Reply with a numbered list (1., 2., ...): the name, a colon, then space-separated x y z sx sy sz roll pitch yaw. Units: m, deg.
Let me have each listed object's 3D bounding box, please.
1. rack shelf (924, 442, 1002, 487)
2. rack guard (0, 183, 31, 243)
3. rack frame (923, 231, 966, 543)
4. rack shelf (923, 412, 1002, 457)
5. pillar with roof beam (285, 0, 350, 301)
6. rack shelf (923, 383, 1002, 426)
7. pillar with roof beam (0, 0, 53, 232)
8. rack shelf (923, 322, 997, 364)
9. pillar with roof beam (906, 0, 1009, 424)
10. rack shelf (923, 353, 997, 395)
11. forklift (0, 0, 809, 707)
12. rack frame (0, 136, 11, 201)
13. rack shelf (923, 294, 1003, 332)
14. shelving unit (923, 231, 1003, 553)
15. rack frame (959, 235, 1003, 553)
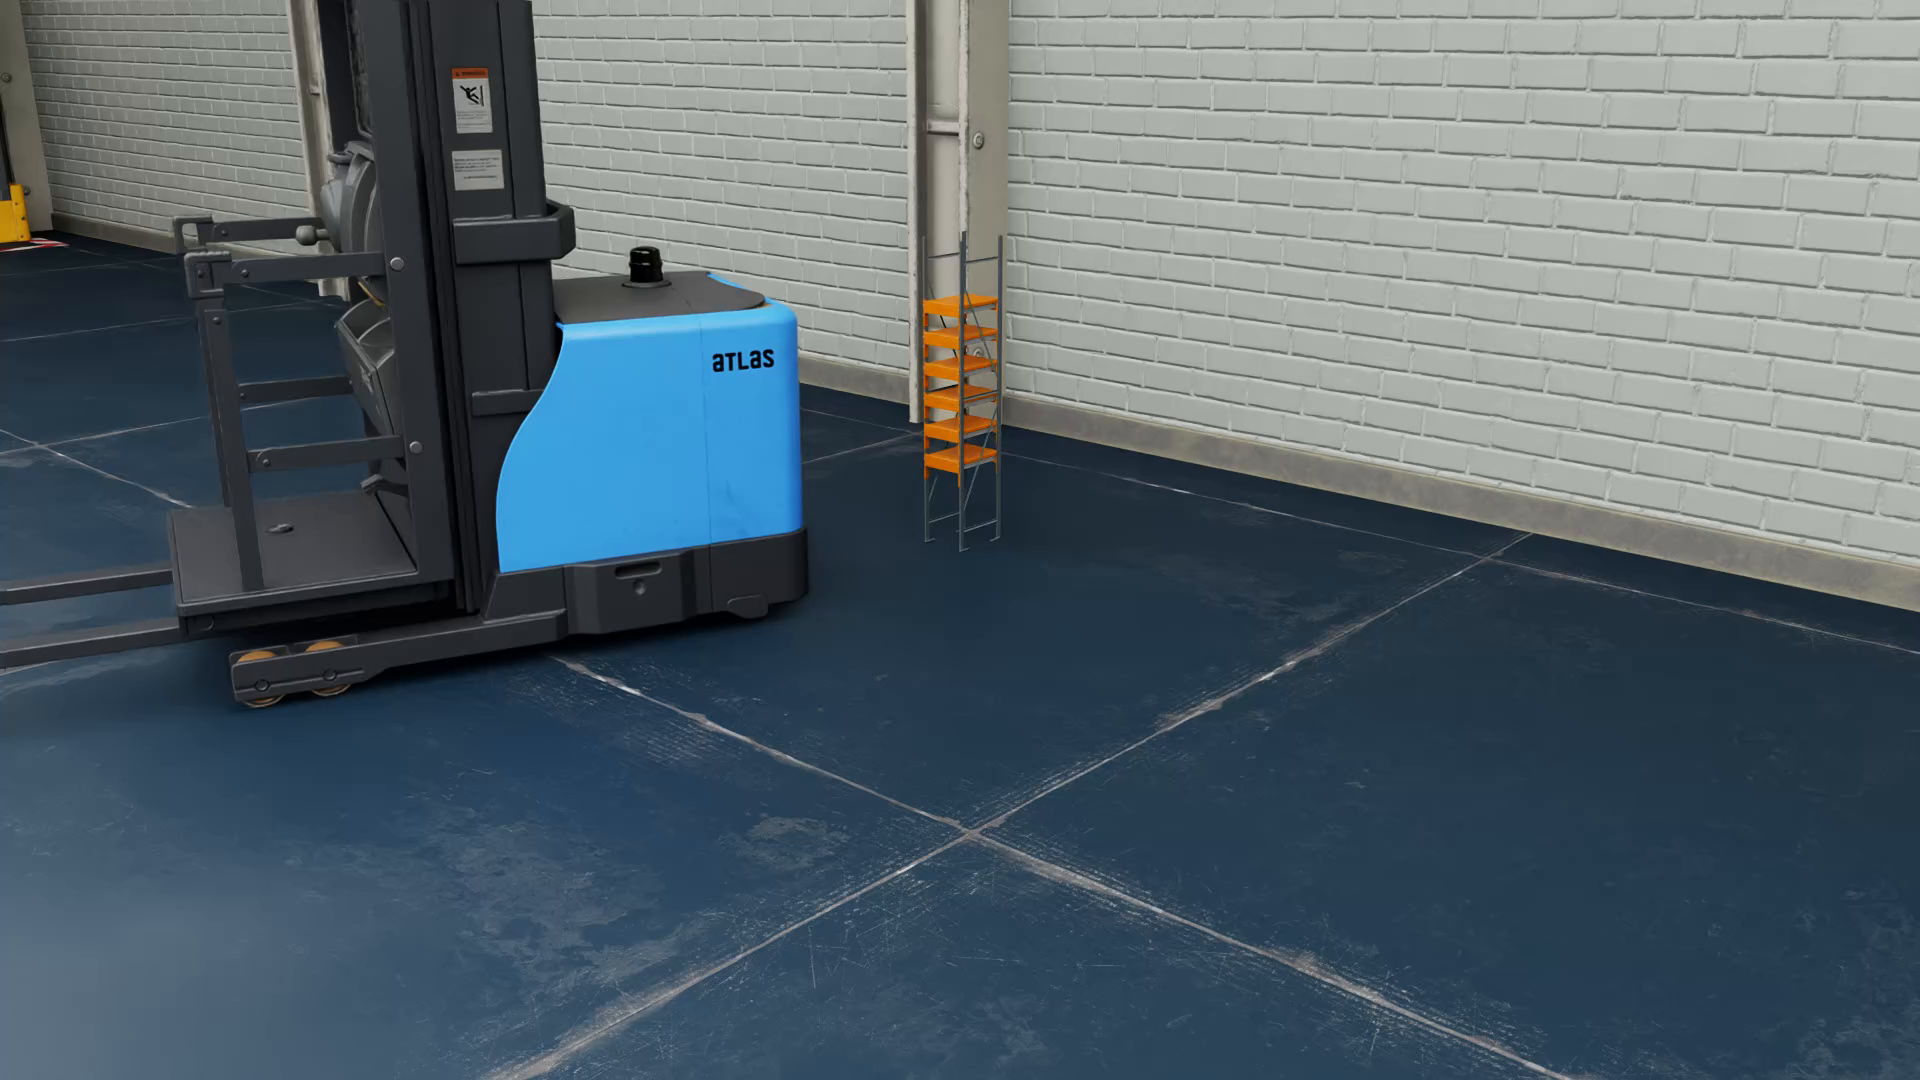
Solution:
1. rack shelf: 0.011 -0.298 6.507 0.180 0.103 0.258 15 23 39
2. rack guard: -9.047 -2.902 14.931 0.348 0.500 1.175 15 23 39
3. rack frame: -0.058 -0.587 6.479 0.006 1.200 0.240 15 23 39
4. rack shelf: 0.011 -0.412 6.471 0.180 0.103 0.258 15 23 39
5. pillar with roof beam: -7.358 -5.123 7.878 0.400 9.000 9.100 15 23 39
6. rack shelf: 0.011 -0.527 6.434 0.180 0.103 0.258 15 23 39
7. pillar with roof beam: -11.845 -6.328 11.674 0.400 9.000 9.100 15 23 39
8. rack shelf: 0.011 -0.755 6.362 0.180 0.103 0.258 15 23 39
9. pillar with roof beam: -2.870 -3.918 4.082 0.400 9.000 9.100 15 23 39
10. rack shelf: 0.011 -0.641 6.398 0.180 0.103 0.258 15 23 39
11. forklift: -2.082 -1.074 5.152 3.031 2.935 1.130 -8 19 -25
12. rack frame: -9.065 -4.099 14.568 0.127 3.000 1.000 15 23 39
13. rack shelf: 0.011 -0.870 6.326 0.180 0.103 0.258 15 23 39
14. shelving unit: 0.011 -0.569 6.421 0.189 1.200 0.258 15 23 39
15. rack frame: 0.079 -0.551 6.363 0.006 1.200 0.240 15 23 39
